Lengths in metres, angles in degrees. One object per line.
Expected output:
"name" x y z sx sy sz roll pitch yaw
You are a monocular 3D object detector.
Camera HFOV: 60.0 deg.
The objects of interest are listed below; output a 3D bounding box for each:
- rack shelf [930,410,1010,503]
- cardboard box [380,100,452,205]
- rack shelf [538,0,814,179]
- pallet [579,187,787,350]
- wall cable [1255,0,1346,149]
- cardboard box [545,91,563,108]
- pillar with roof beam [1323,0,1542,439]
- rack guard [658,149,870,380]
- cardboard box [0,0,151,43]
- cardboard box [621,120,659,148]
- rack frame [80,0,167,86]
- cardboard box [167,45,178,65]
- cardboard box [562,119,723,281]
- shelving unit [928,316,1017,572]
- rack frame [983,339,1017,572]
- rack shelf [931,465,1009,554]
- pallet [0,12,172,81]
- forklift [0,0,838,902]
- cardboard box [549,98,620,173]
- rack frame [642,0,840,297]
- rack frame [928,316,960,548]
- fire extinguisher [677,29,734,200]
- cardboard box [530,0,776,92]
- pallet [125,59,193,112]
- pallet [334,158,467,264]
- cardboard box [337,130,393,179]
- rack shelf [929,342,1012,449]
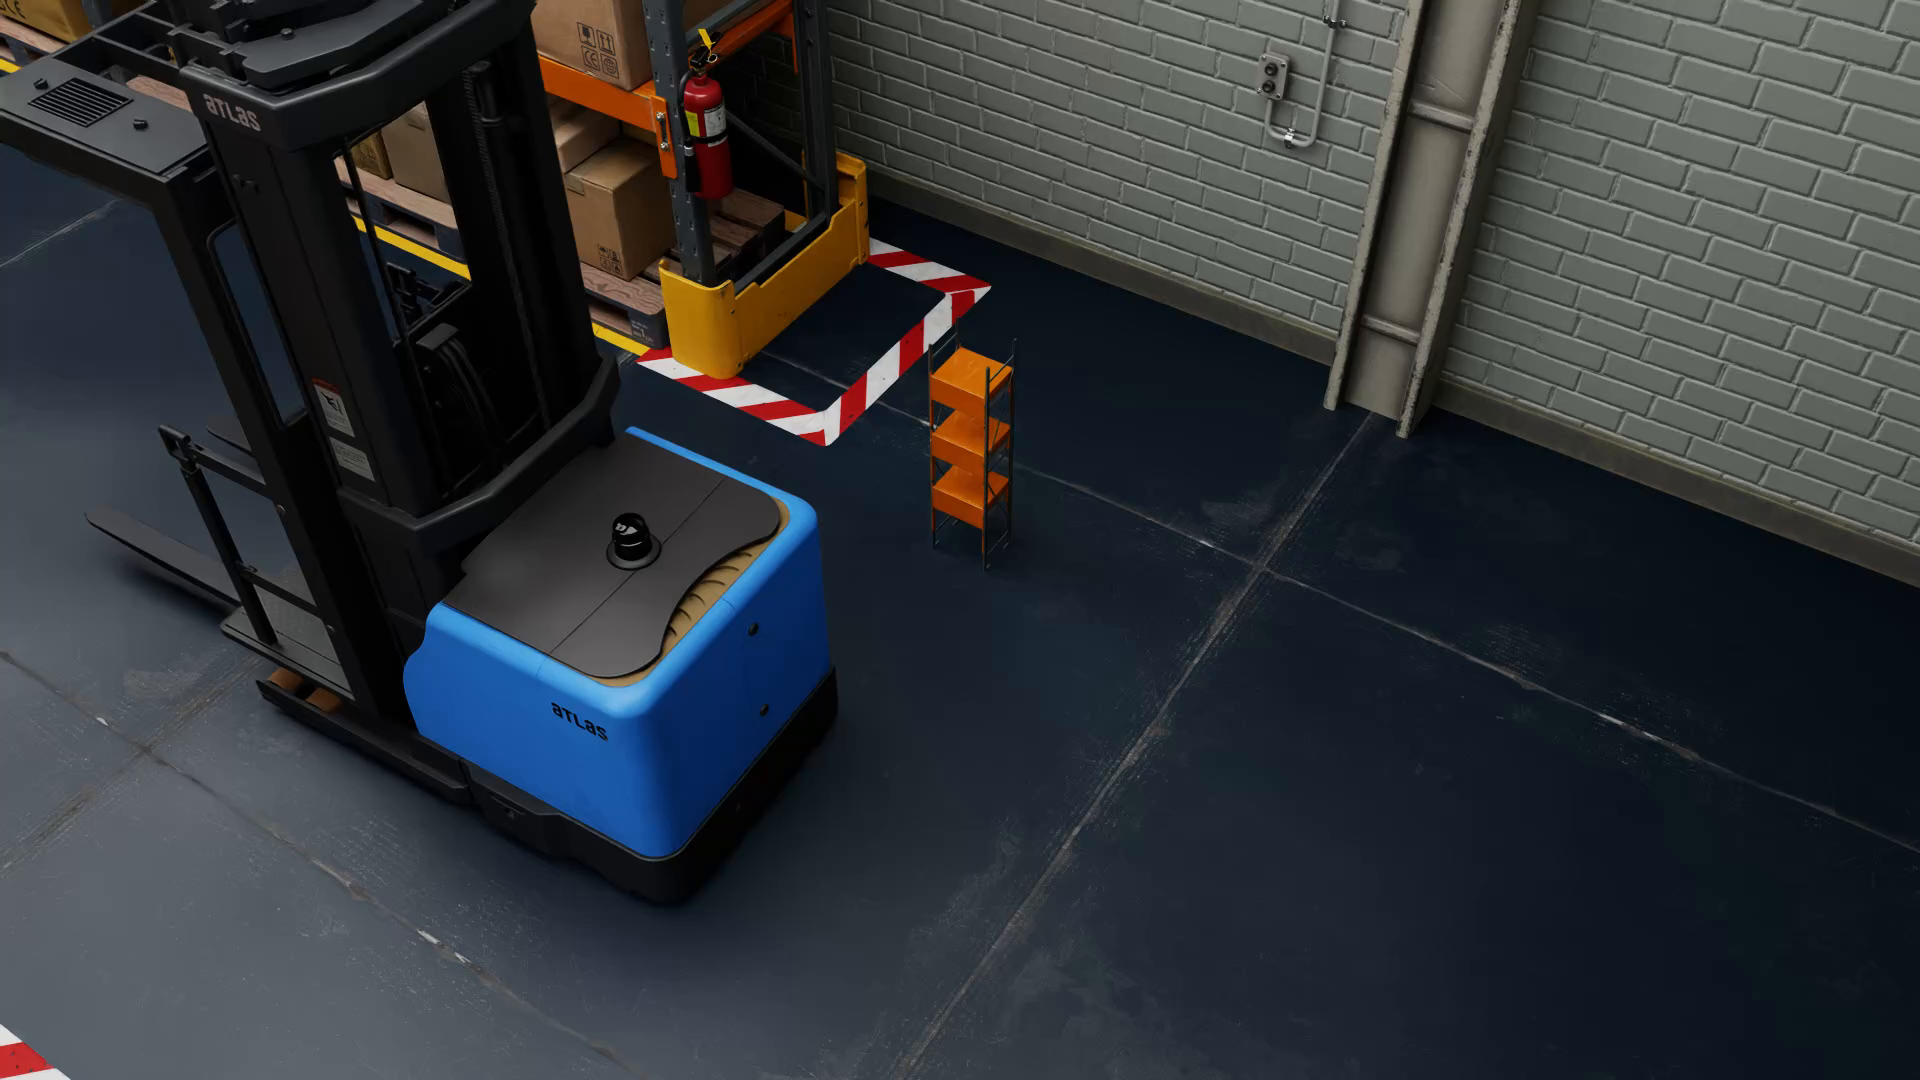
"rack shelf" 0.045 -0.338 6.361 0.240 0.259 0.215 25 51 22
"cardboard box" -2.381 -2.047 8.097 0.500 0.500 0.700 23 50 21
"rack shelf" -2.577 -2.696 7.780 4.000 0.370 1.077 25 51 22
"pallet" -1.608 -1.463 8.025 1.213 0.211 1.003 25 51 22
"wall cable" 0.695 -2.602 6.479 1.851 1.984 0.084 25 51 22
"cardboard box" -1.958 -1.923 7.525 0.250 0.149 0.380 26 51 23
"pillar with roof beam" -0.478 -1.141 1.584 0.400 9.000 9.100 25 51 22
"rack guard" -0.873 -1.292 7.657 0.348 0.500 1.175 25 51 22
"cardboard box" -4.878 -3.292 9.063 0.750 0.750 0.750 25 51 23
"cardboard box" -1.323 -1.957 7.558 0.250 0.149 0.380 25 51 22
"rack frame" -4.260 -3.721 8.275 0.127 3.000 1.000 25 51 22
"cardboard box" -3.686 -2.645 8.679 0.500 0.500 0.700 25 51 23
"cardboard box" -1.536 -1.659 7.720 0.500 0.500 0.700 25 51 22
"shelving unit" 0.045 -0.345 6.353 0.252 1.050 0.215 25 51 22
"rack frame" 0.148 -0.298 6.307 0.008 1.050 0.200 25 51 22
"rack shelf" 0.045 -0.144 6.560 0.240 0.259 0.215 25 51 22
"pallet" -4.950 -3.003 9.521 1.213 0.211 1.003 25 51 22
"forklift" -1.975 -0.624 5.313 3.031 2.935 1.130 23 50 21
"cardboard box" -1.743 -1.824 7.429 0.250 0.149 0.380 24 51 22
"rack frame" -0.893 -2.173 6.770 0.127 3.000 1.000 25 51 22
"rack frame" -0.058 -0.392 6.399 0.008 1.050 0.200 25 51 22
"fire extinguisher" -1.015 -1.679 6.604 0.183 0.674 0.296 25 51 22
"cardboard box" -1.328 -2.469 6.848 0.700 0.700 0.980 27 52 24
"pallet" -3.662 -2.408 8.943 1.213 0.211 1.003 25 51 22
"pallet" -2.631 -1.936 8.484 1.213 0.211 1.003 25 51 22
"cardboard box" -2.834 -2.249 8.294 0.500 0.500 0.700 26 51 23
"rack shelf" 0.045 -0.536 6.157 0.240 0.259 0.215 25 51 22
